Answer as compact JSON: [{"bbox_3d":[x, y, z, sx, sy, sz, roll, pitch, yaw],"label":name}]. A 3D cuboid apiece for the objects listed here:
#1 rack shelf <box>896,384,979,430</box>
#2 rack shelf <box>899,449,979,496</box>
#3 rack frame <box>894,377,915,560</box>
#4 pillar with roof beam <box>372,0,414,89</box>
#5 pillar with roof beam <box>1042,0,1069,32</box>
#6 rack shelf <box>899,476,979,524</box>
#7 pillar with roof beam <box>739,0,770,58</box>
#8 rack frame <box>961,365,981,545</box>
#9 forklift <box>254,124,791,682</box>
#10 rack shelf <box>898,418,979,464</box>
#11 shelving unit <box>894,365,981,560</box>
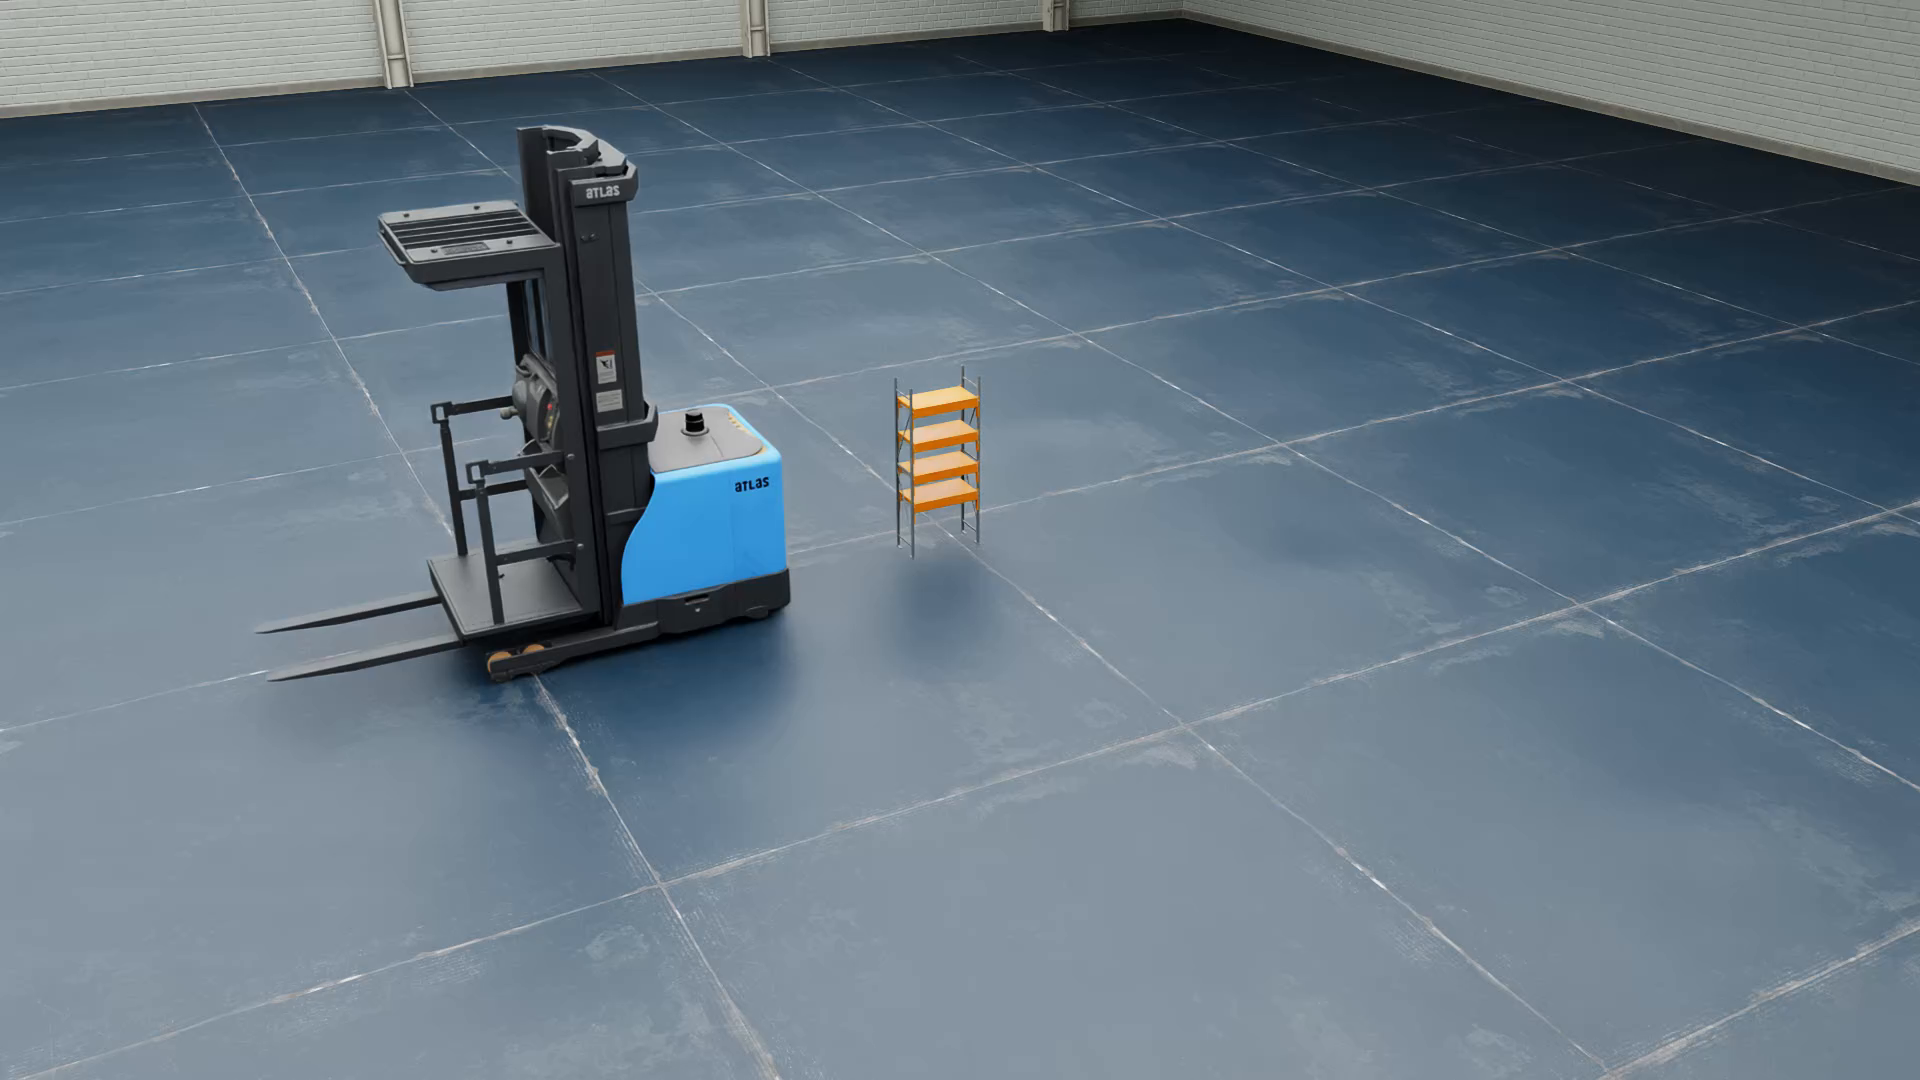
[{"bbox_3d":[-0.146,-0.861,10.750,0.480,0.148,0.258,-13,29,-25],"label":"rack shelf"},{"bbox_3d":[-0.146,-0.447,10.949,0.480,0.148,0.258,-13,29,-25],"label":"rack shelf"},{"bbox_3d":[-0.361,-0.457,10.817,0.015,1.200,0.240,-13,29,-25],"label":"rack frame"},{"bbox_3d":[-6.773,-9.535,20.712,0.400,9.000,9.100,-13,29,-25],"label":"pillar with roof beam"},{"bbox_3d":[3.815,-11.979,25.803,0.400,9.000,9.100,-13,29,-25],"label":"pillar with roof beam"},{"bbox_3d":[-0.146,-0.268,11.035,0.480,0.148,0.258,-13,29,-25],"label":"rack shelf"},{"bbox_3d":[-1.479,-10.757,23.258,0.400,9.000,9.100,-13,29,-25],"label":"pillar with roof beam"},{"bbox_3d":[0.069,-0.557,11.024,0.015,1.200,0.240,-13,29,-25],"label":"rack frame"},{"bbox_3d":[-2.602,-0.770,9.467,3.031,2.935,1.130,-12,28,-24],"label":"forklift"},{"bbox_3d":[-0.146,-0.648,10.852,0.480,0.148,0.258,-13,29,-25],"label":"rack shelf"},{"bbox_3d":[-0.146,-0.507,10.920,0.503,1.200,0.258,-13,29,-25],"label":"shelving unit"}]
